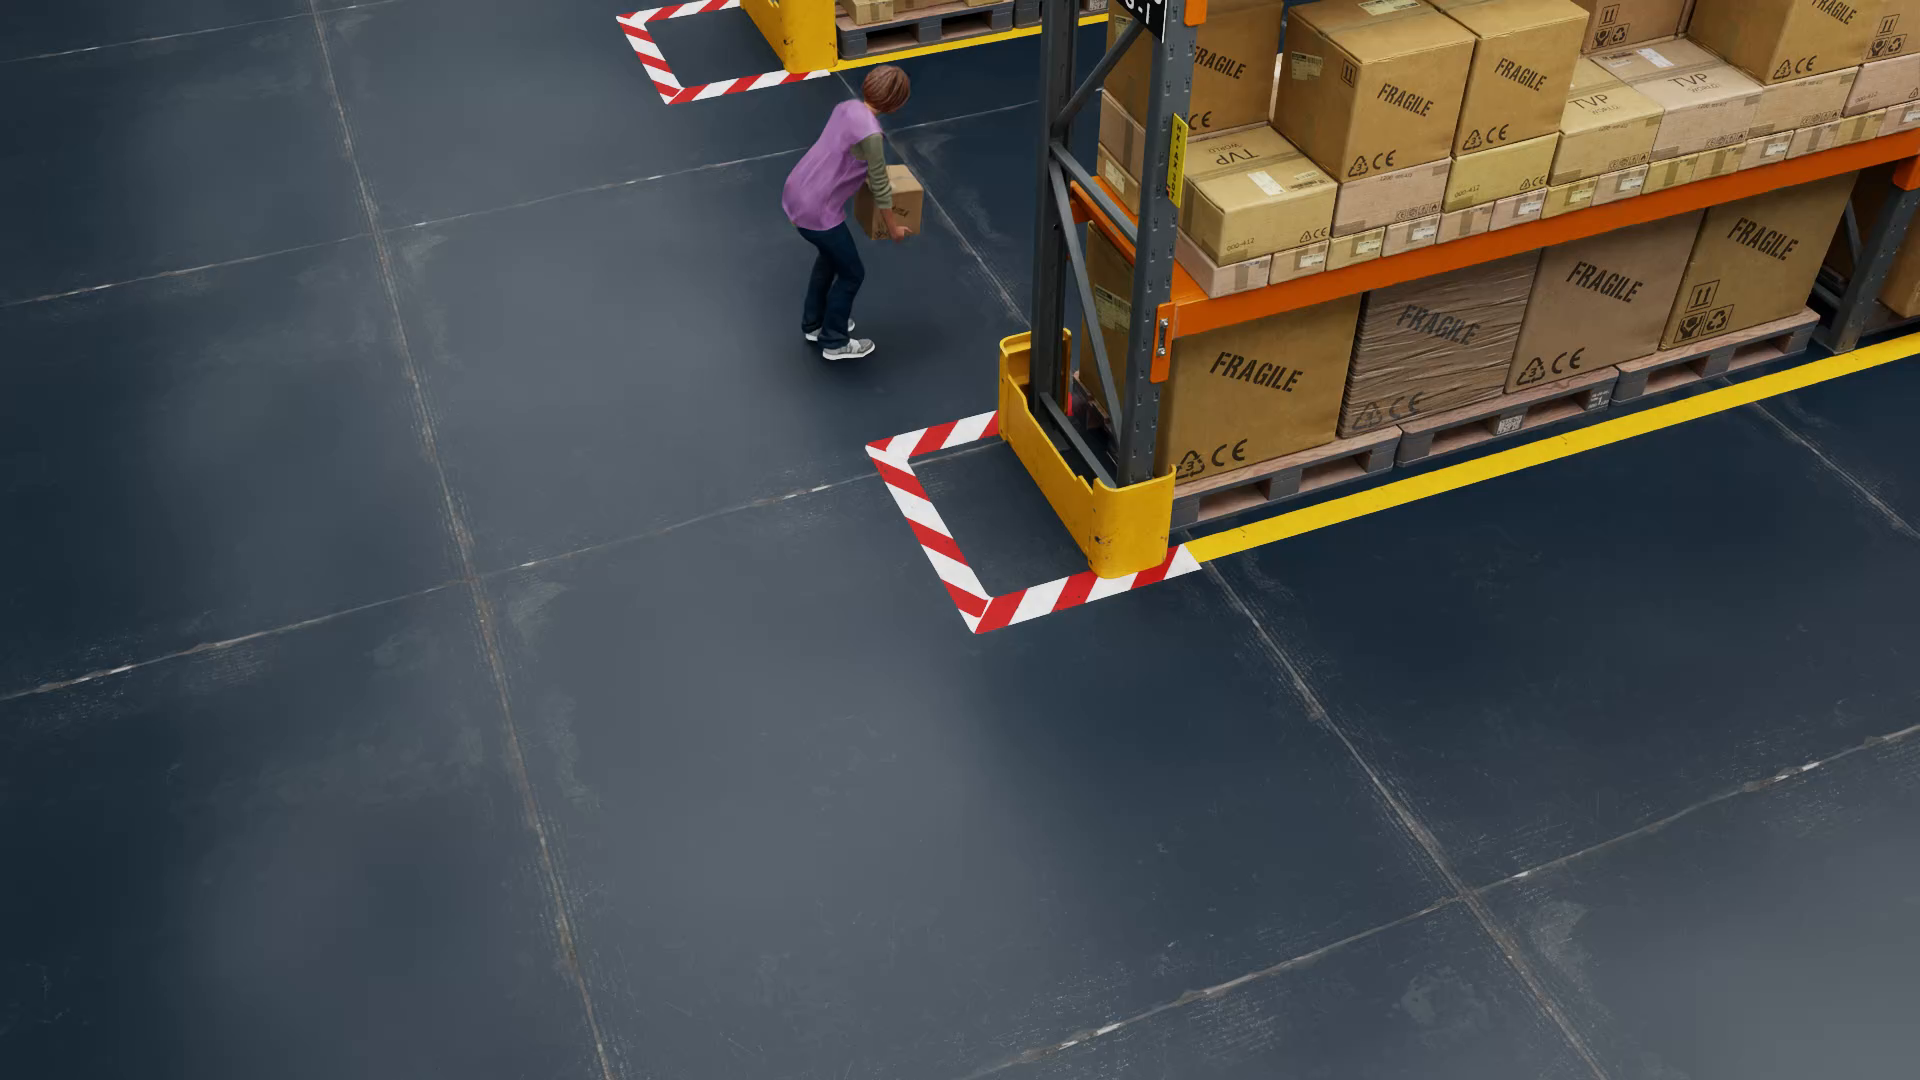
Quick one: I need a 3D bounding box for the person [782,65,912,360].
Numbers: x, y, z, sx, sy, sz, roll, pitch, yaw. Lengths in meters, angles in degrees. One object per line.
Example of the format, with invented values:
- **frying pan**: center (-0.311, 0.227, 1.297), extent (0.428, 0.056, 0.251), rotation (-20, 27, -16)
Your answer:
- **person**: center (-0.526, -1.553, 7.979), extent (0.646, 1.459, 0.374), rotation (-16, 45, -17)
